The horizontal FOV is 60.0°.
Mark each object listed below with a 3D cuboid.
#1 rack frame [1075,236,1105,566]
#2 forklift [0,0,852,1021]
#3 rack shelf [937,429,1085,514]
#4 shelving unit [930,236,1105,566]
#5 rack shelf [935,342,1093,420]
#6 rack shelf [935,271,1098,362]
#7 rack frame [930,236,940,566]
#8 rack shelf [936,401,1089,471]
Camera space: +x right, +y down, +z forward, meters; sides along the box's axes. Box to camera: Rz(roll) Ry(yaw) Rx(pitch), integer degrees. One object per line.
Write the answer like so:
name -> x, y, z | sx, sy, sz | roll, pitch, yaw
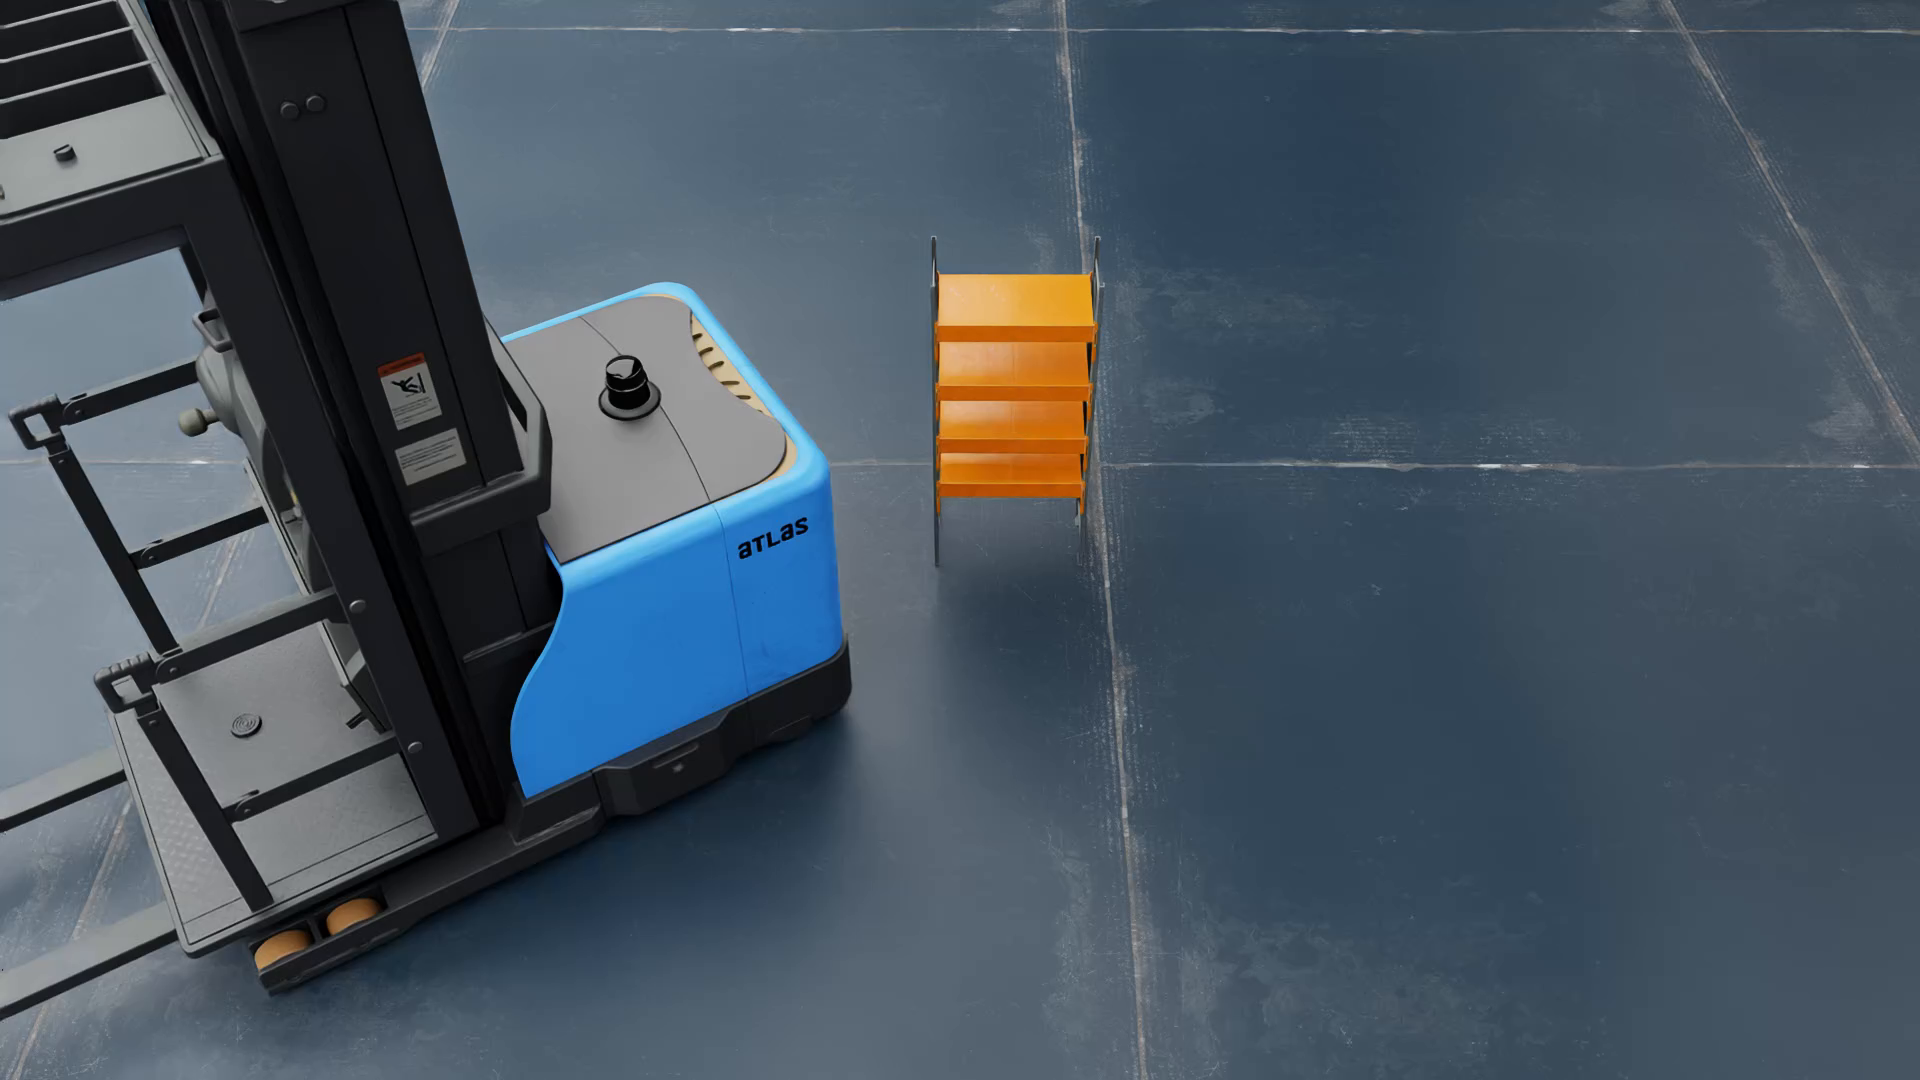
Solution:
rack frame -> 0.410, -0.408, 5.310 | 0.015, 1.200, 0.240 | 0, 47, 0
forklift -> -1.866, -0.209, 3.942 | 3.031, 2.935, 1.130 | -24, 52, -21
rack shelf -> 0.166, -0.227, 5.505 | 0.480, 0.148, 0.258 | 0, 47, 0
shelving unit -> 0.166, -0.408, 5.310 | 0.503, 1.200, 0.258 | 0, 47, 0
rack shelf -> 0.166, -0.515, 5.196 | 0.480, 0.148, 0.258 | 0, 47, 0
rack shelf -> 0.166, -0.676, 5.023 | 0.480, 0.148, 0.258 | 0, 47, 0
rack frame -> -0.078, -0.409, 5.311 | 0.015, 1.200, 0.240 | 0, 47, 0
rack shelf -> 0.166, -0.363, 5.360 | 0.480, 0.148, 0.258 | 0, 47, 0
